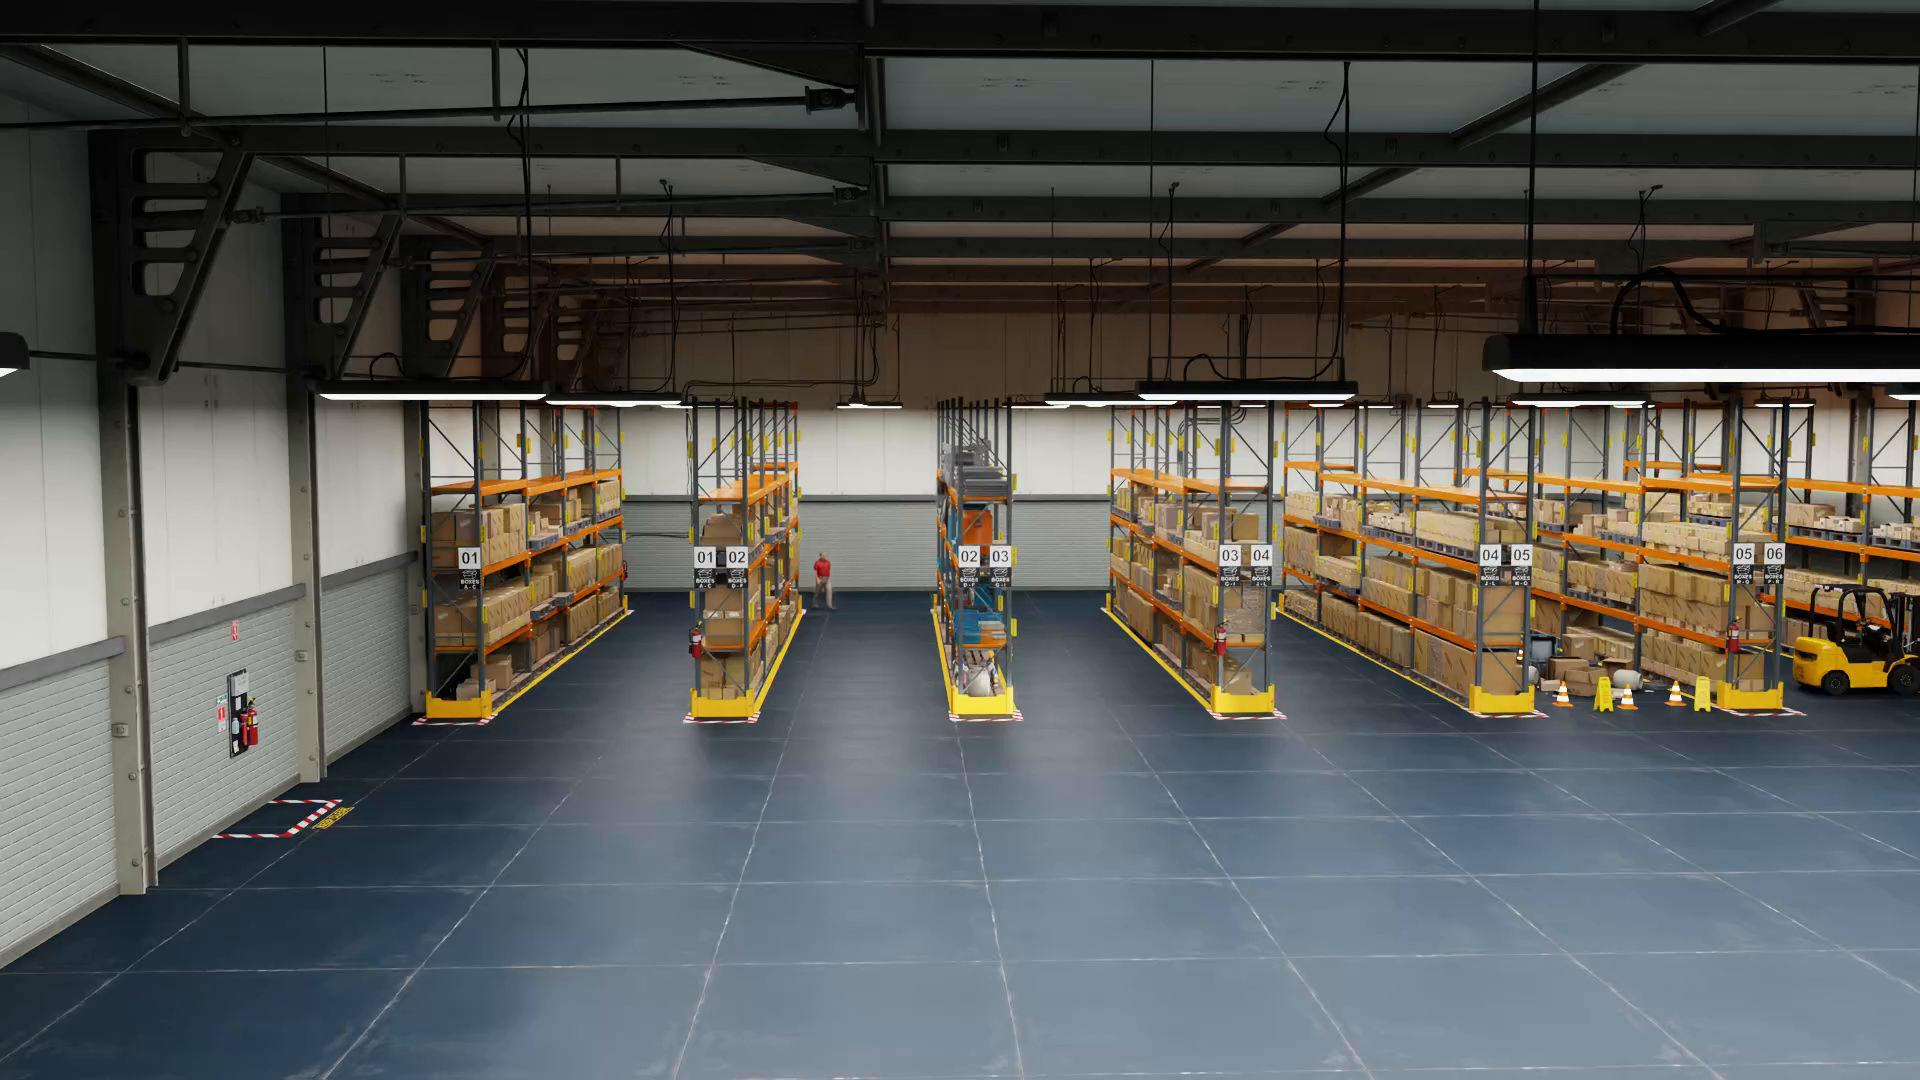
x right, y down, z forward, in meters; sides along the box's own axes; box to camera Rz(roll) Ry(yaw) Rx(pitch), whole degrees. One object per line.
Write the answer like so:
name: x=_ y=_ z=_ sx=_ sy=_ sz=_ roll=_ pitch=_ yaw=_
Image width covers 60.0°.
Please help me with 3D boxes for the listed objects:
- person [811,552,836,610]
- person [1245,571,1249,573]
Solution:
person: x=-3.943 y=1.176 z=48.043 sx=0.578 sy=1.685 sz=1.007 roll=-3 pitch=5 yaw=-33
person: x=8.089 y=1.211 z=47.964 sx=0.554 sy=1.623 sz=0.929 roll=0 pitch=4 yaw=4
